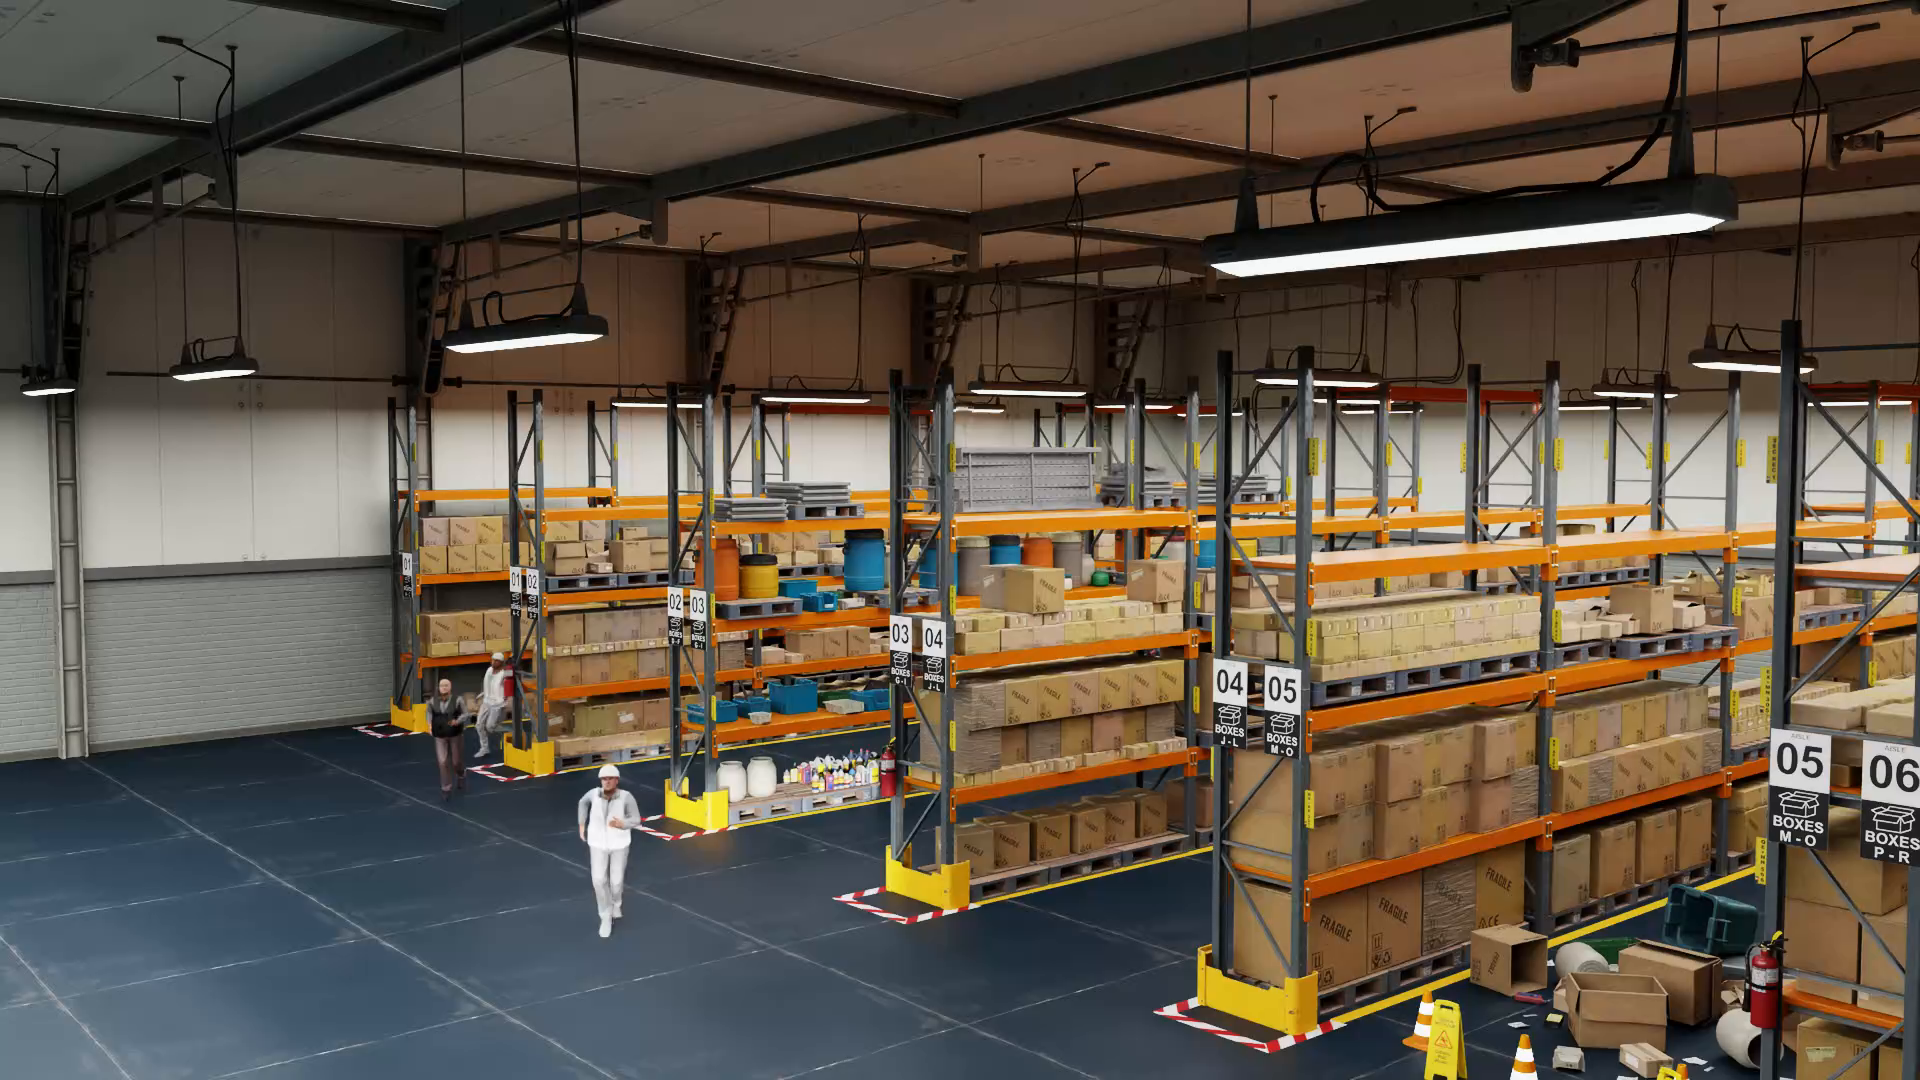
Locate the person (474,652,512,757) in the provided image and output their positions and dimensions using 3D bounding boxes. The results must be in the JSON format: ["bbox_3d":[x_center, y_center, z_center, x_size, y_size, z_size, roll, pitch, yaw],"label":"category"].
[{"bbox_3d":[-7.652,2.716,27.525,0.727,1.738,0.690,2,4,32],"label":"person"}]

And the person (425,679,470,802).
[{"bbox_3d":[-7.491,2.887,24.293,0.663,1.734,0.856,0,3,-8],"label":"person"}]

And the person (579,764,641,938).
[{"bbox_3d":[-3.718,3.256,17.656,0.679,1.812,0.849,0,3,-5],"label":"person"}]
